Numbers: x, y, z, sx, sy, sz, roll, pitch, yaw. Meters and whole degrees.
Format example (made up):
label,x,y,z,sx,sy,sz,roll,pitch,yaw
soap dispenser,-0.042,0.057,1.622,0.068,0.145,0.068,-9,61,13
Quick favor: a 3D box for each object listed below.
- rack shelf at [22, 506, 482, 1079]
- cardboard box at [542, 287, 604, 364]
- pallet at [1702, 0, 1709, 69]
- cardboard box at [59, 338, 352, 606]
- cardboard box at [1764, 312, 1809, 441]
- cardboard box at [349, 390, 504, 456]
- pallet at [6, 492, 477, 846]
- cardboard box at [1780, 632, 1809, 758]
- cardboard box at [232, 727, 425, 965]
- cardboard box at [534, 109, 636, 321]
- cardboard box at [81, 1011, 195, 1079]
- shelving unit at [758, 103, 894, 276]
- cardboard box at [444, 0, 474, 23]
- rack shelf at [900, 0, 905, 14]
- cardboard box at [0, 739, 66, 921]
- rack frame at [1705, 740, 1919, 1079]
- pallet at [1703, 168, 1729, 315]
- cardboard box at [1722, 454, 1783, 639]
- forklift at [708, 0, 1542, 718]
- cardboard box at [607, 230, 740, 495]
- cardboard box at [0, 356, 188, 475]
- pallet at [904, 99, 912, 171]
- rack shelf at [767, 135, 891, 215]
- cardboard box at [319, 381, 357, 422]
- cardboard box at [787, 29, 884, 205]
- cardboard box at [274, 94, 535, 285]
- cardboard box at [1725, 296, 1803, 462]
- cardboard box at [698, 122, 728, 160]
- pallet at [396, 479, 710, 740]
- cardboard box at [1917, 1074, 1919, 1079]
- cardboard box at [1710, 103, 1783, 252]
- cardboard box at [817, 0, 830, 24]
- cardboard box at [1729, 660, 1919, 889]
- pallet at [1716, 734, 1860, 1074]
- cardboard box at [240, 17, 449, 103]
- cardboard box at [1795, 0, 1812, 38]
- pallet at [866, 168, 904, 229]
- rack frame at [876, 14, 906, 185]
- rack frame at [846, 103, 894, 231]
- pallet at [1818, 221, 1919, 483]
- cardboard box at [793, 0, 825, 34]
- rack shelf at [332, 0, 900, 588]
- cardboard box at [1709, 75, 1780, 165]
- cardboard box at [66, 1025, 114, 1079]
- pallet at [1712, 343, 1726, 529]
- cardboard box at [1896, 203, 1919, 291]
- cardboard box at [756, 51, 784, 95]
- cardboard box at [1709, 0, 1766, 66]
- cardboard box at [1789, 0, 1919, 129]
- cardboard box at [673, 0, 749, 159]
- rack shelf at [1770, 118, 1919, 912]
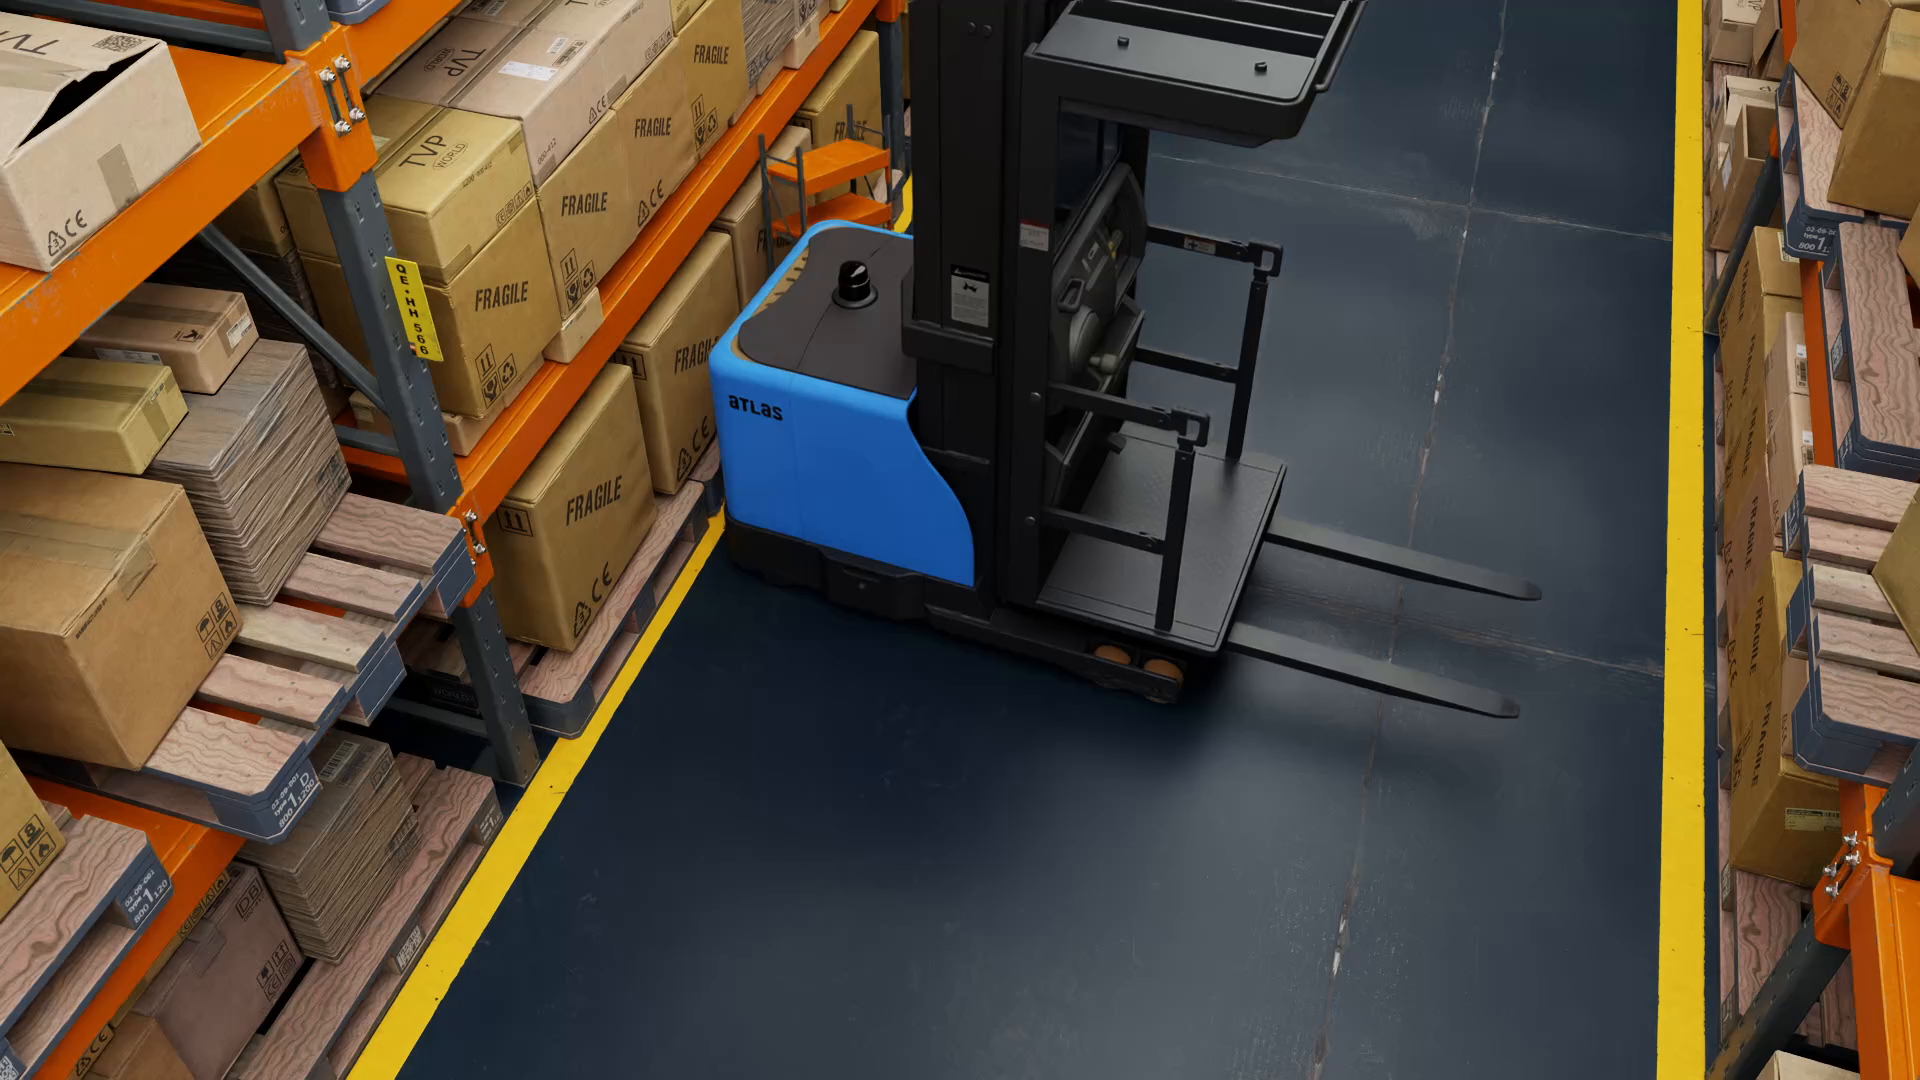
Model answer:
label,x,y,z,sx,sy,sz,roll,pitch,yaw
rack shelf,-2.593,1.250,3.842,1.077,0.370,4.000,13,46,13
cardboard box,-1.421,-0.753,5.540,0.380,0.149,0.250,14,46,14
pallet,4.894,-3.047,9.713,1.003,0.211,1.213,13,46,13
cardboard box,-2.120,-0.217,4.441,0.700,0.500,0.500,8,45,8
cardboard box,3.265,-0.554,6.108,0.500,0.250,0.500,13,46,13
cardboard box,-1.667,-0.428,5.208,0.380,0.149,0.250,12,46,12
pallet,-2.101,0.226,4.511,1.213,0.211,1.003,13,46,13
cardboard box,2.808,0.463,5.068,0.500,0.250,0.500,14,46,14
cardboard box,-2.155,0.887,5.171,0.700,0.500,0.500,13,46,13
cardboard box,-1.429,-1.106,5.437,0.500,0.500,0.500,14,46,14
cardboard box,-2.546,1.543,4.501,0.700,0.500,0.500,12,46,12
shelving unit,-0.536,-1.165,7.010,0.258,1.200,0.503,26,41,35
cardboard box,-1.778,-1.800,5.610,0.500,0.250,0.500,11,46,11
rack shelf,-0.170,-4.082,9.291,1.077,0.370,4.000,13,46,13
cardboard box,-2.476,0.618,3.588,0.700,0.500,0.500,13,46,13
rack frame,2.735,0.707,3.883,1.000,3.000,0.127,13,46,13
pallet,4.155,-1.420,8.051,1.003,0.211,1.213,13,46,13
cardboard box,3.105,0.074,6.002,0.500,0.500,0.500,11,45,11
forklift,0.655,-0.870,5.543,3.031,2.935,1.130,15,46,15
cardboard box,-1.368,-0.767,6.625,0.750,0.750,0.750,12,46,12
cardboard box,-2.146,-0.311,4.073,0.380,0.149,0.250,6,45,6
pallet,-0.471,-2.500,9.154,1.003,0.211,1.213,13,46,13
rack shelf,-0.541,-1.495,6.797,0.258,0.148,0.480,26,41,35
cardboard box,-2.133,-0.529,5.311,0.380,0.149,0.250,13,46,13
cardboard box,-0.849,-1.927,7.811,0.750,0.750,0.750,13,46,13
cardboard box,-1.595,-1.024,4.817,0.500,0.250,0.500,14,46,13
cardboard box,3.417,-0.594,6.686,0.500,0.500,0.500,13,46,13
cardboard box,-1.126,-1.626,6.432,0.380,0.149,0.250,14,46,14
pallet,-1.677,0.147,6.449,1.003,0.211,1.213,13,46,13
cardboard box,2.280,1.294,3.347,0.500,0.311,0.500,12,46,12
cardboard box,3.849,-1.663,7.778,0.500,0.500,0.500,13,46,13
cardboard box,-0.784,-2.302,7.123,0.380,0.149,0.250,14,46,14
cardboard box,2.795,0.770,5.291,0.500,0.500,0.500,14,46,14
pallet,2.997,1.214,5.359,1.003,0.211,1.213,13,46,13
cardboard box,-1.937,-1.459,5.261,0.500,0.250,0.500,11,45,11
cardboard box,3.853,-2.383,6.969,0.500,0.500,0.500,13,46,13
pallet,-0.938,-1.479,8.111,1.003,0.211,1.213,13,46,13
rack frame,-0.776,-3.006,7.677,1.000,3.000,0.127,13,46,13
rack frame,-0.371,-1.264,7.160,0.240,1.200,0.015,26,41,35
pallet,3.320,-0.522,5.276,1.003,0.211,1.213,13,46,13
cardboard box,-0.820,-2.452,6.813,0.500,0.500,0.500,13,46,13
rack shelf,-1.381,-1.416,6.567,1.077,0.370,4.000,13,46,13
cardboard box,4.076,-2.095,8.355,0.500,0.311,0.500,13,46,13
cardboard box,-2.539,1.330,4.183,0.500,0.250,0.500,12,46,12
pallet,3.736,-0.413,7.021,1.003,0.211,1.213,13,46,13
cardboard box,3.470,-0.955,5.209,0.700,0.500,0.500,2,44,2
cardboard box,-0.945,-1.964,6.778,0.380,0.149,0.250,13,46,13
cardboard box,4.420,-2.831,9.150,0.500,0.250,0.500,13,46,13
cardboard box,3.590,-1.877,6.152,0.700,0.500,0.500,-1,44,-1
cardboard box,-1.127,-1.785,6.131,0.500,0.500,0.500,14,46,14
rack shelf,3.341,-0.369,5.497,1.077,0.370,4.000,13,46,13
